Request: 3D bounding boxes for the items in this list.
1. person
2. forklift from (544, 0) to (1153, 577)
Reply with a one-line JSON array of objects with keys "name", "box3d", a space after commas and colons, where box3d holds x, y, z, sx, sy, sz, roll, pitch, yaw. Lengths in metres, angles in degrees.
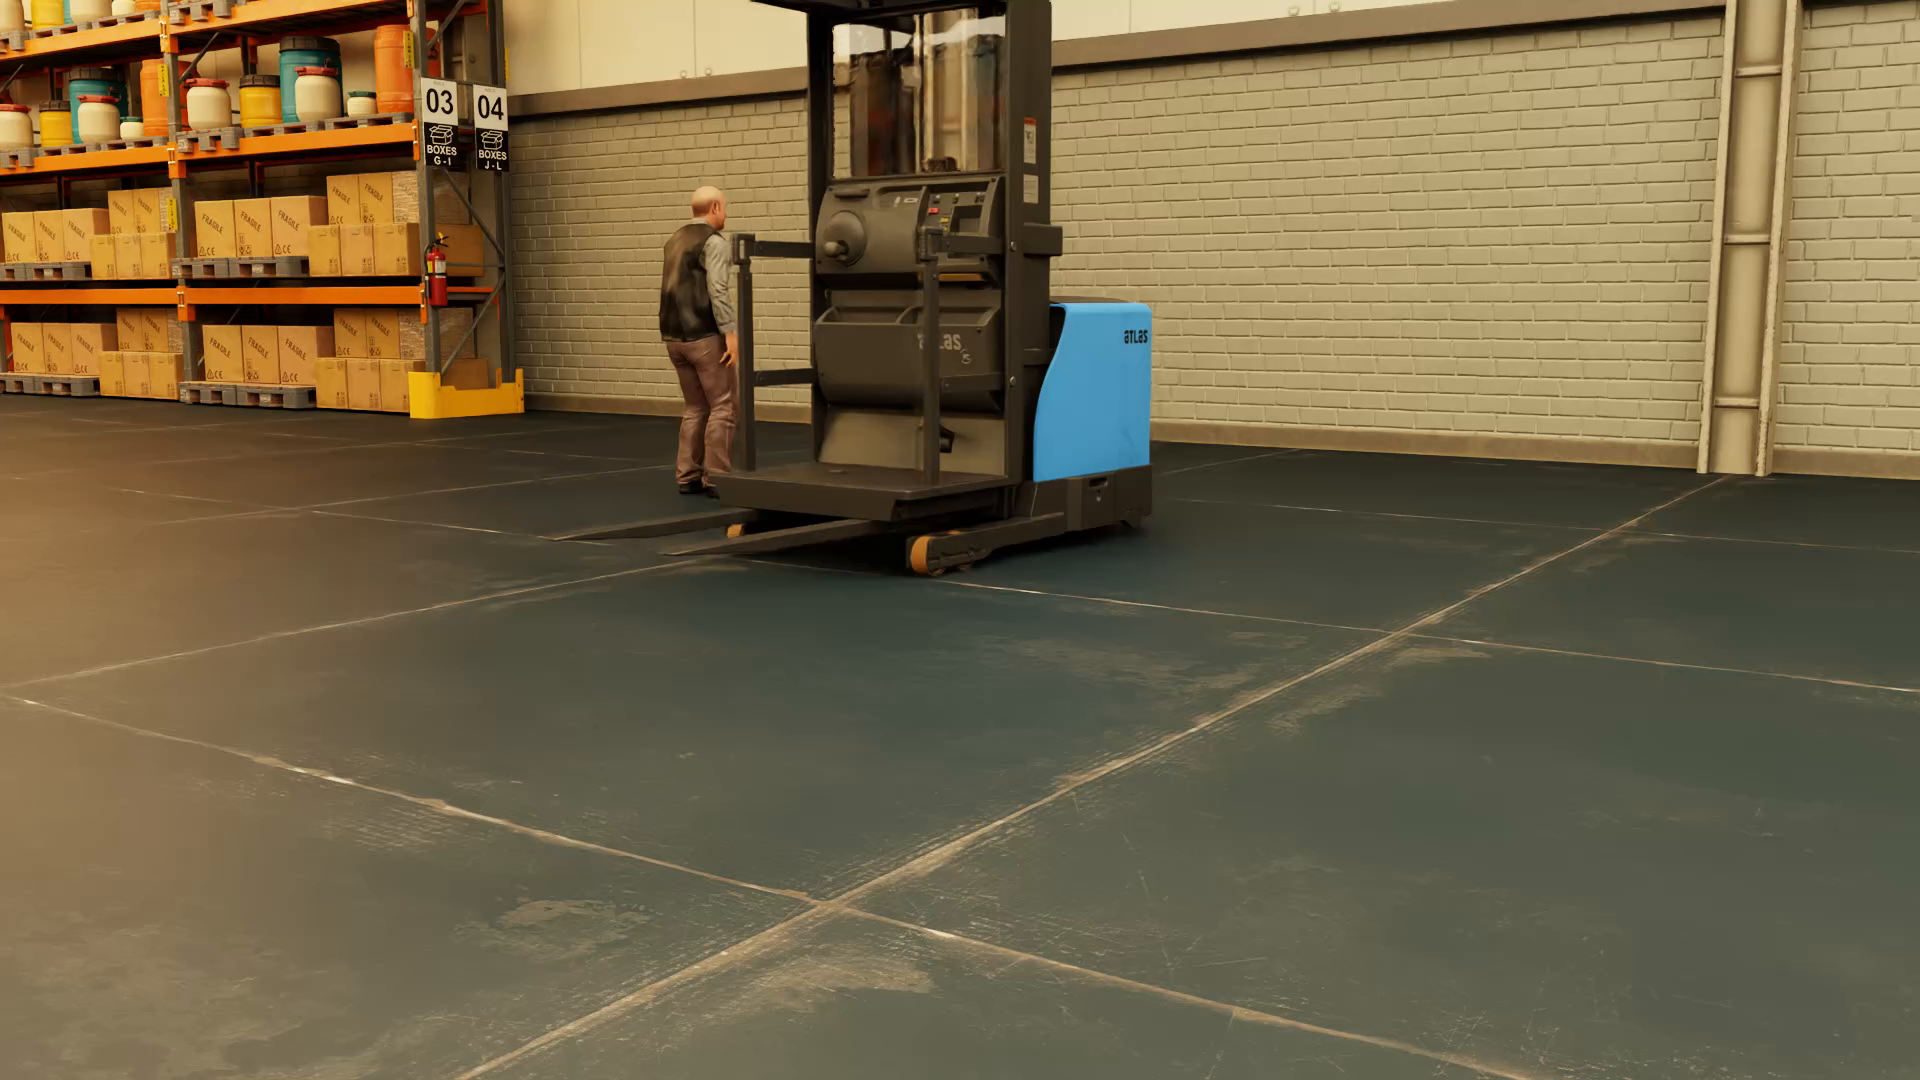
[{"name": "person", "box3d": [-1.451, -1.110, 9.307, 0.424, 1.719, 0.582, -7, 11, -40]}, {"name": "forklift", "box3d": [-0.356, -1.381, 6.905, 1.130, 2.935, 3.031, 6, 10, 36]}]
